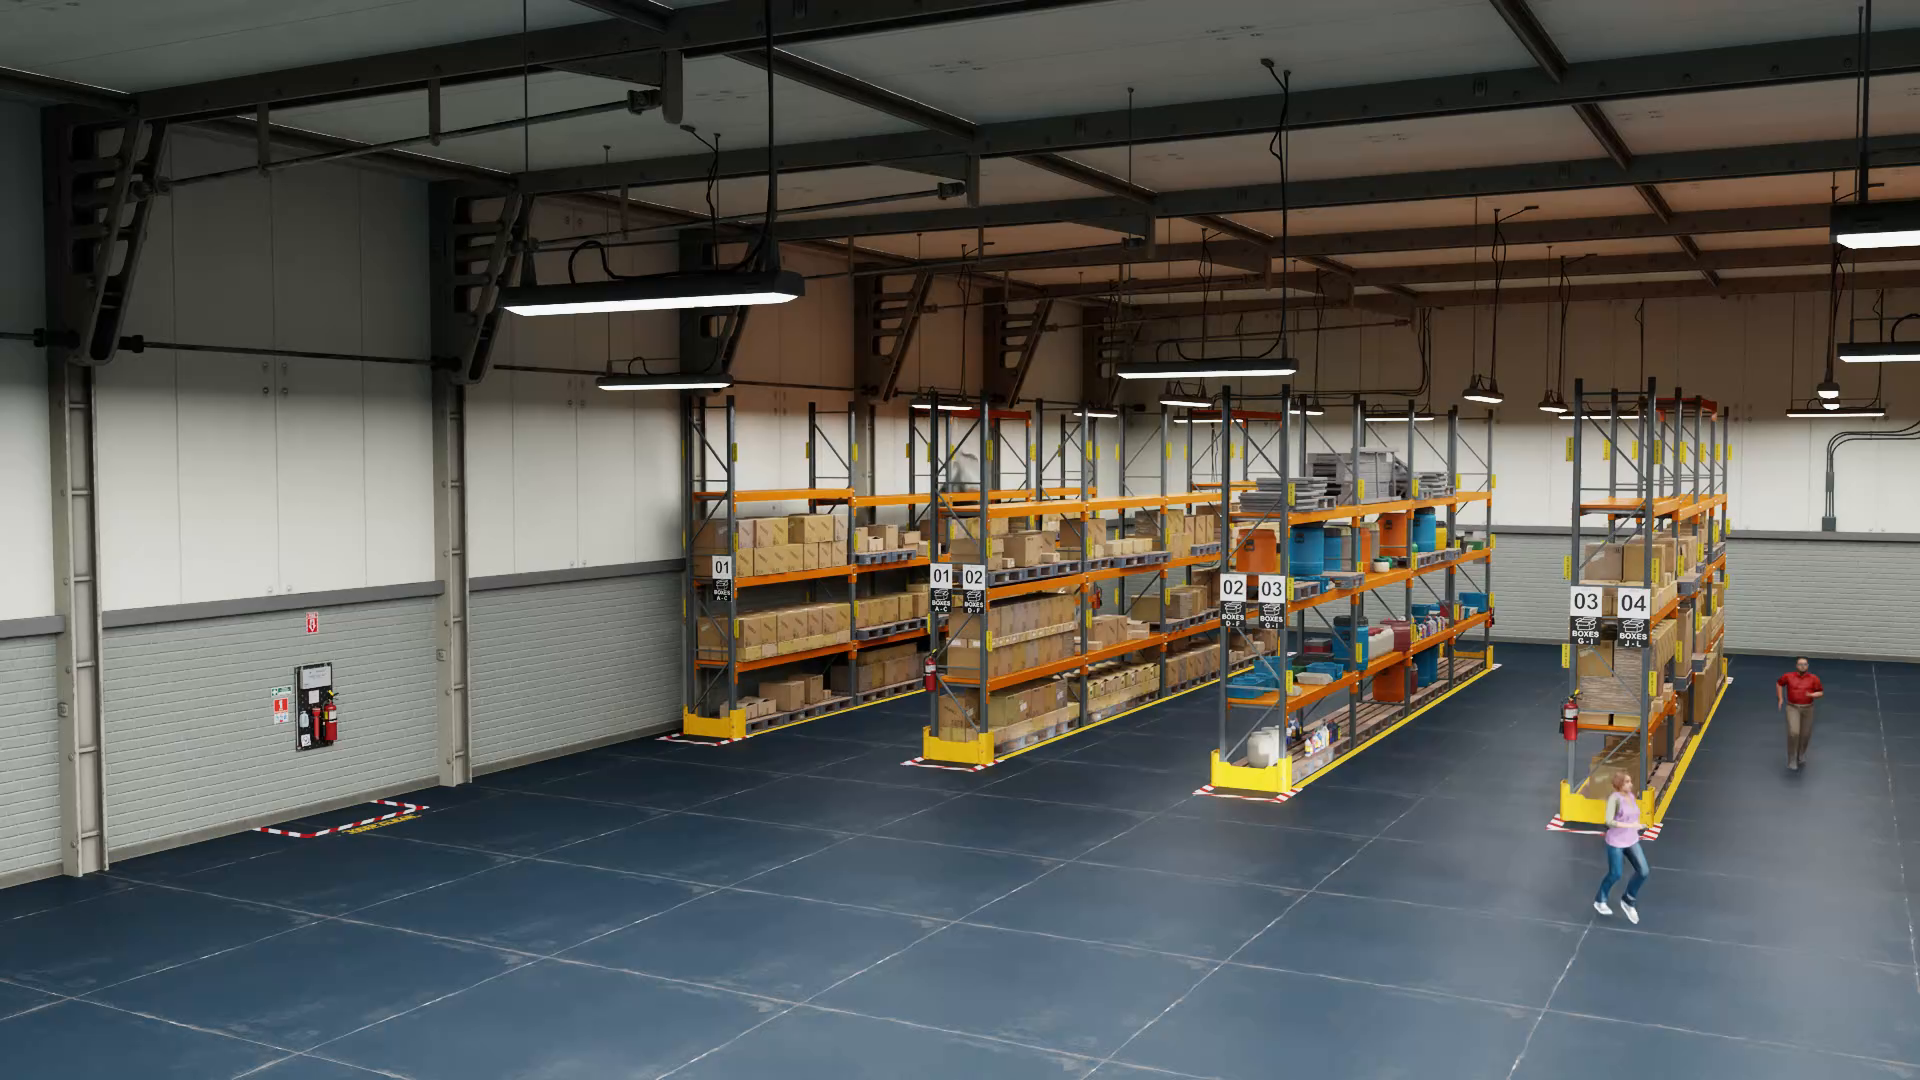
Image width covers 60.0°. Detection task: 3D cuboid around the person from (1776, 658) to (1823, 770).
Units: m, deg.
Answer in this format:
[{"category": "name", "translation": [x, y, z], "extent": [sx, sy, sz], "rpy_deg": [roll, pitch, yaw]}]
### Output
[{"category": "person", "translation": [13.327, 2.764, 26.379], "extent": [0.631, 1.801, 0.759], "rpy_deg": [1, 3, 16]}]

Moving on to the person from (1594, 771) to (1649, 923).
[{"category": "person", "translation": [7.062, 3.267, 17.729], "extent": [0.579, 1.626, 0.658], "rpy_deg": [-2, 3, -27]}]

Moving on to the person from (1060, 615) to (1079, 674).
[{"category": "person", "translation": [2.130, 2.042, 35.469], "extent": [0.678, 1.668, 0.752], "rpy_deg": [2, 3, 28]}]
